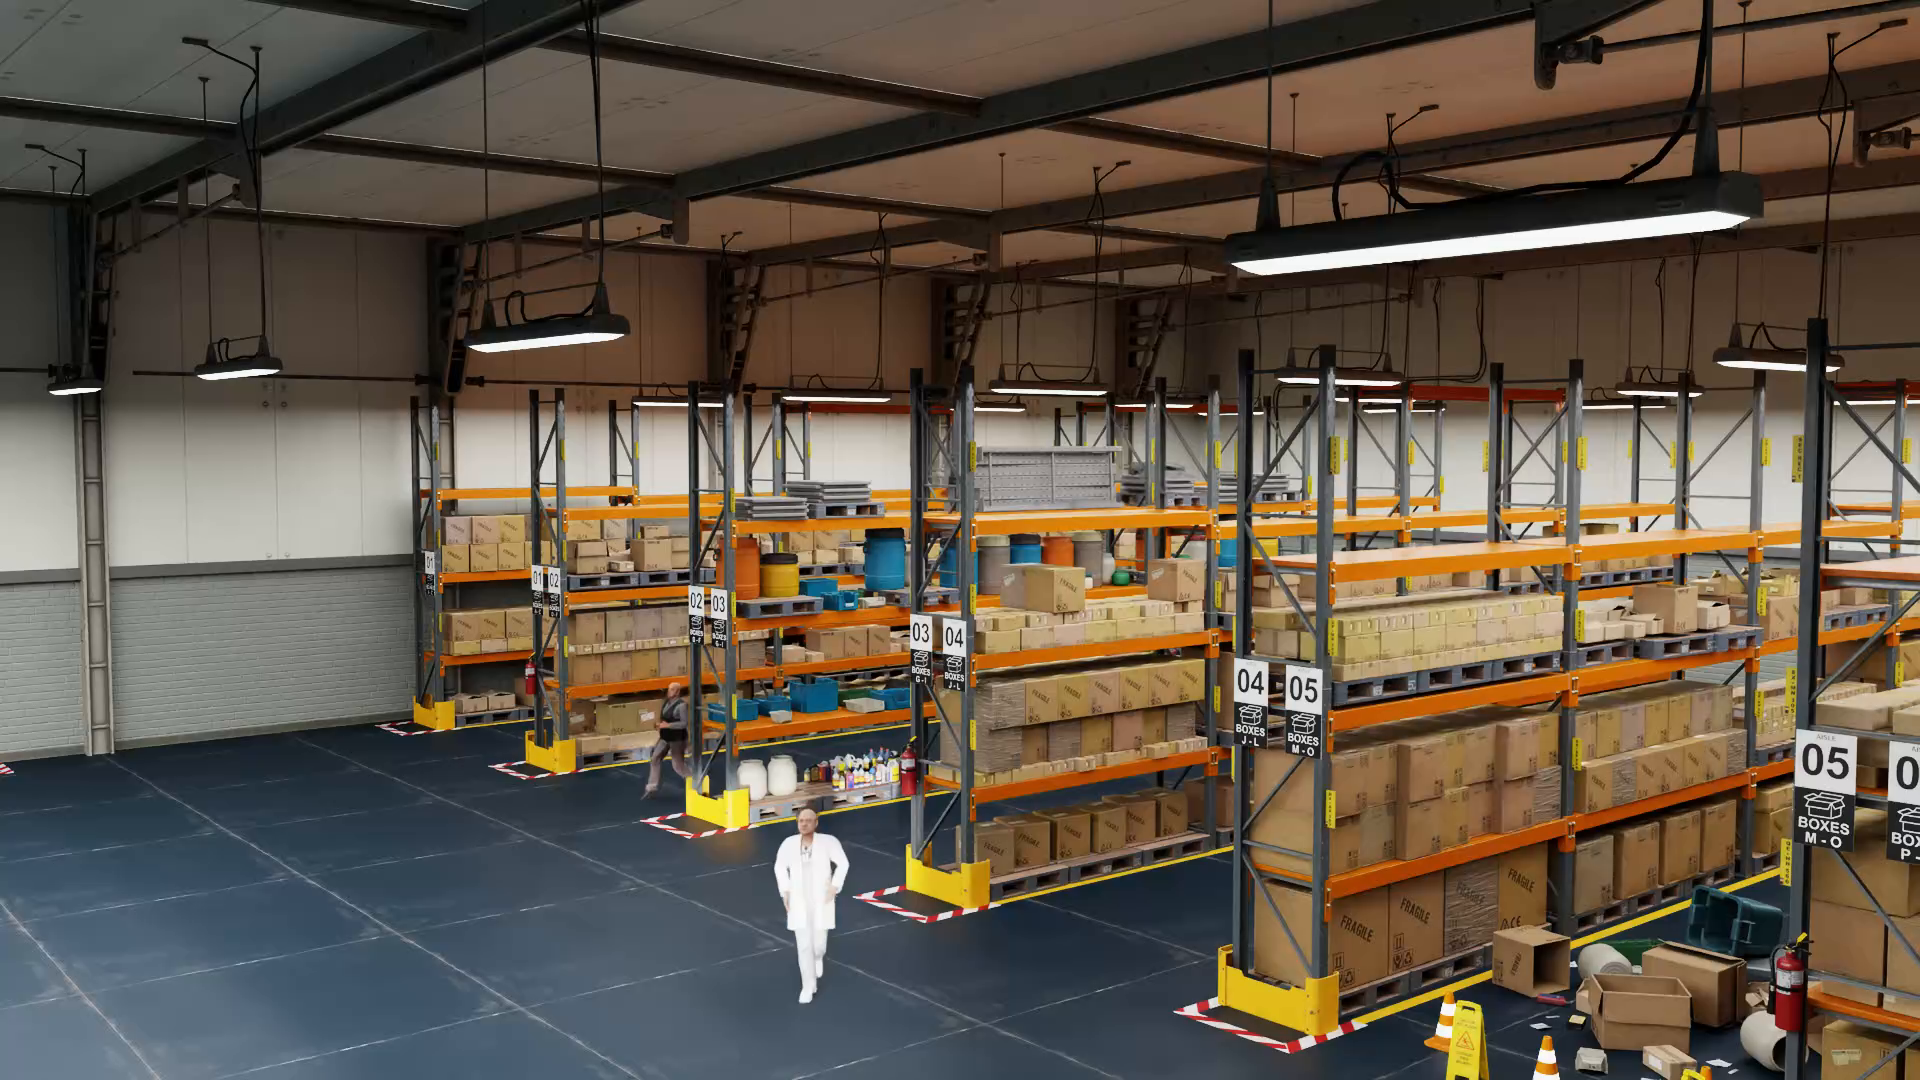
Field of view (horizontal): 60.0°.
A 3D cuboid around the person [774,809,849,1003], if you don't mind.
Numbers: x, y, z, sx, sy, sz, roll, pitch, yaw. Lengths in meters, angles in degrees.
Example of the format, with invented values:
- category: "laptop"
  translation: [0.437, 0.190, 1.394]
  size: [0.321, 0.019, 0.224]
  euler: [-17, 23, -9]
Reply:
- category: "person"
  translation: [-1.396, 3.382, 15.572]
  size: [0.707, 1.754, 0.672]
  euler: [0, 3, 2]

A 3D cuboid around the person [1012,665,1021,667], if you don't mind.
- category: "person"
  translation: [1.128, 2.692, 29.420]
  size: [0.743, 1.326, 0.538]
  euler: [-3, 5, -43]

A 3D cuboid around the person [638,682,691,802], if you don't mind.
- category: "person"
  translation: [-4.112, 2.898, 23.991]
  size: [0.665, 1.722, 0.903]
  euler: [3, 5, 44]
